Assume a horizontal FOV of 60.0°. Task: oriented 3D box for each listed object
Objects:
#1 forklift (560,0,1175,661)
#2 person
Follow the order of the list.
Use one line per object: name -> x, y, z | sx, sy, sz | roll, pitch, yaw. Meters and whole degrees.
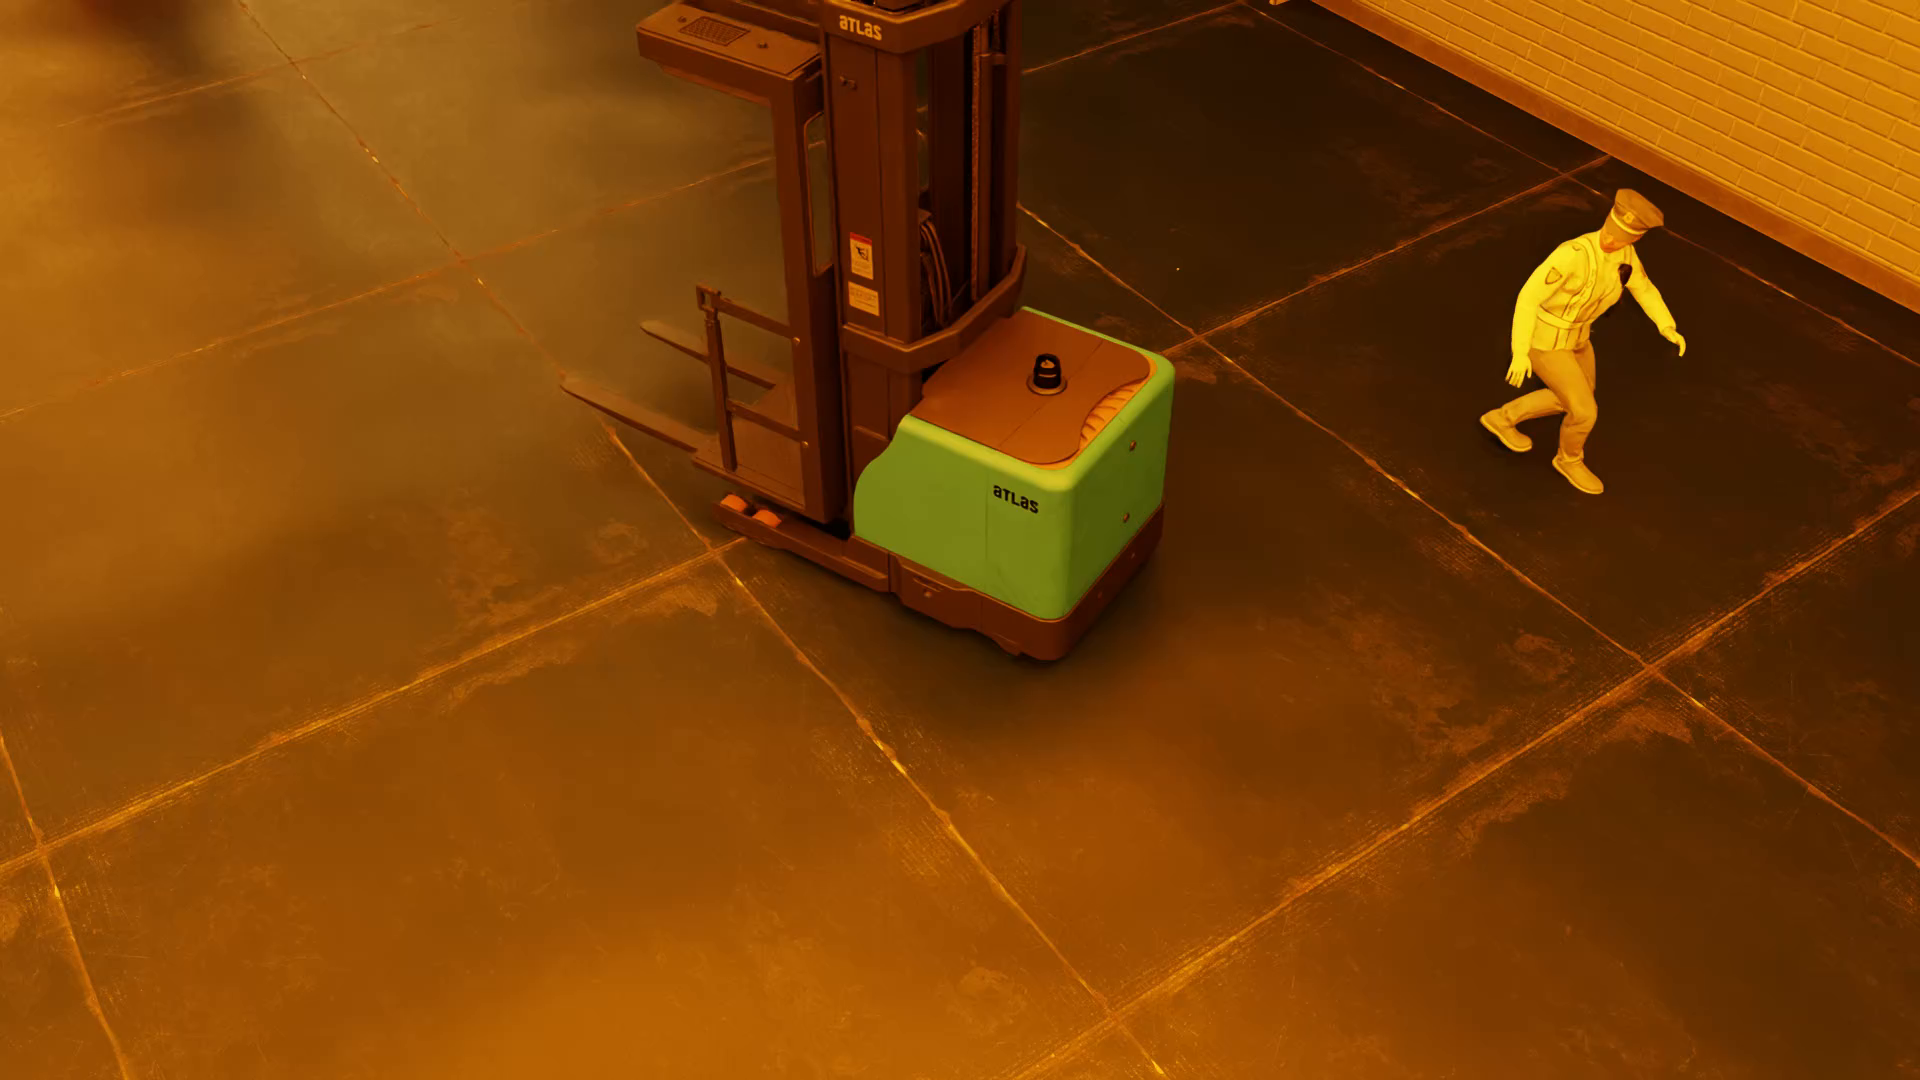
forklift -> -0.574, -1.330, 7.159 | 3.031, 2.935, 1.130 | 24, 48, 24
person -> 2.864, -0.865, 7.686 | 0.814, 1.552, 0.802 | -33, 52, -30
